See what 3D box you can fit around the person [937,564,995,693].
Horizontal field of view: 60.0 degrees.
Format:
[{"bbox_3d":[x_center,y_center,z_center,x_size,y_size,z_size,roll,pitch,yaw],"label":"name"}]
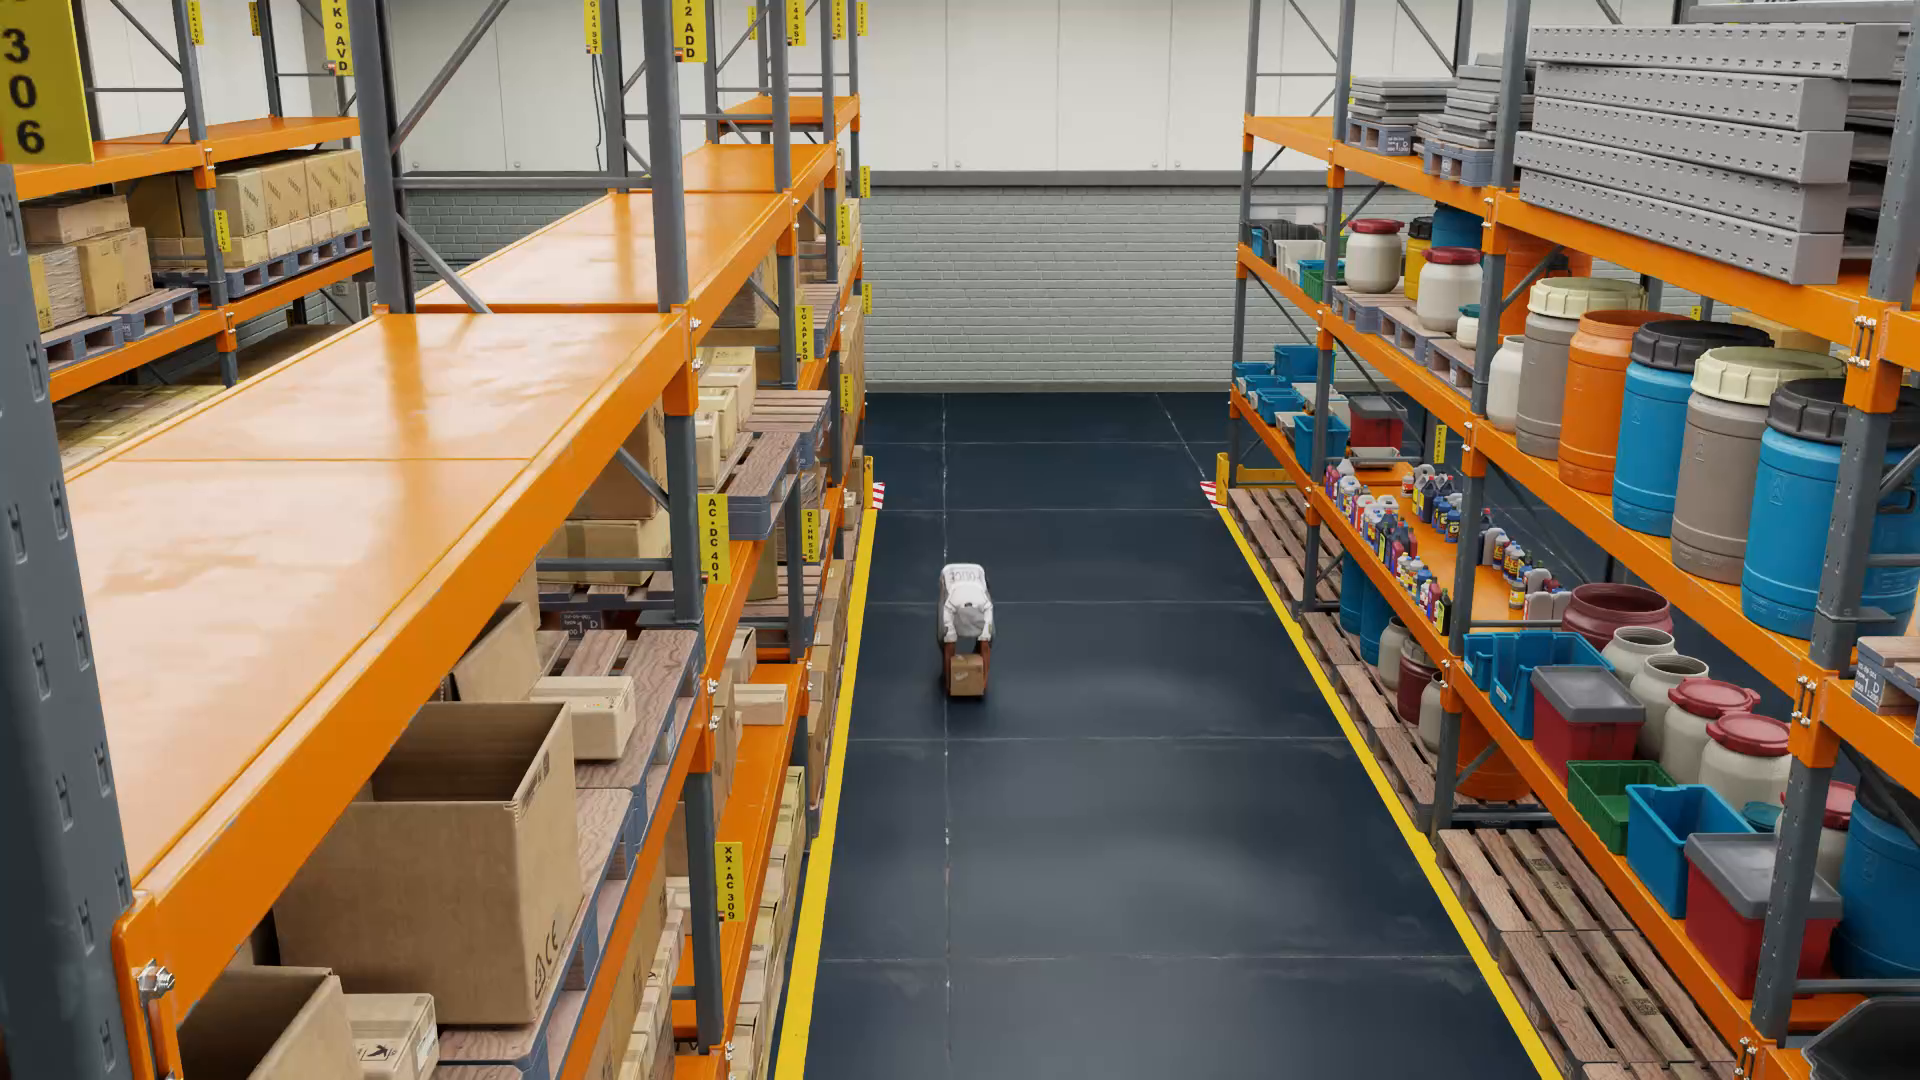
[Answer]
[{"bbox_3d":[0.049,0.693,13.114,0.465,0.908,0.904,-1,17,-3],"label":"person"}]
